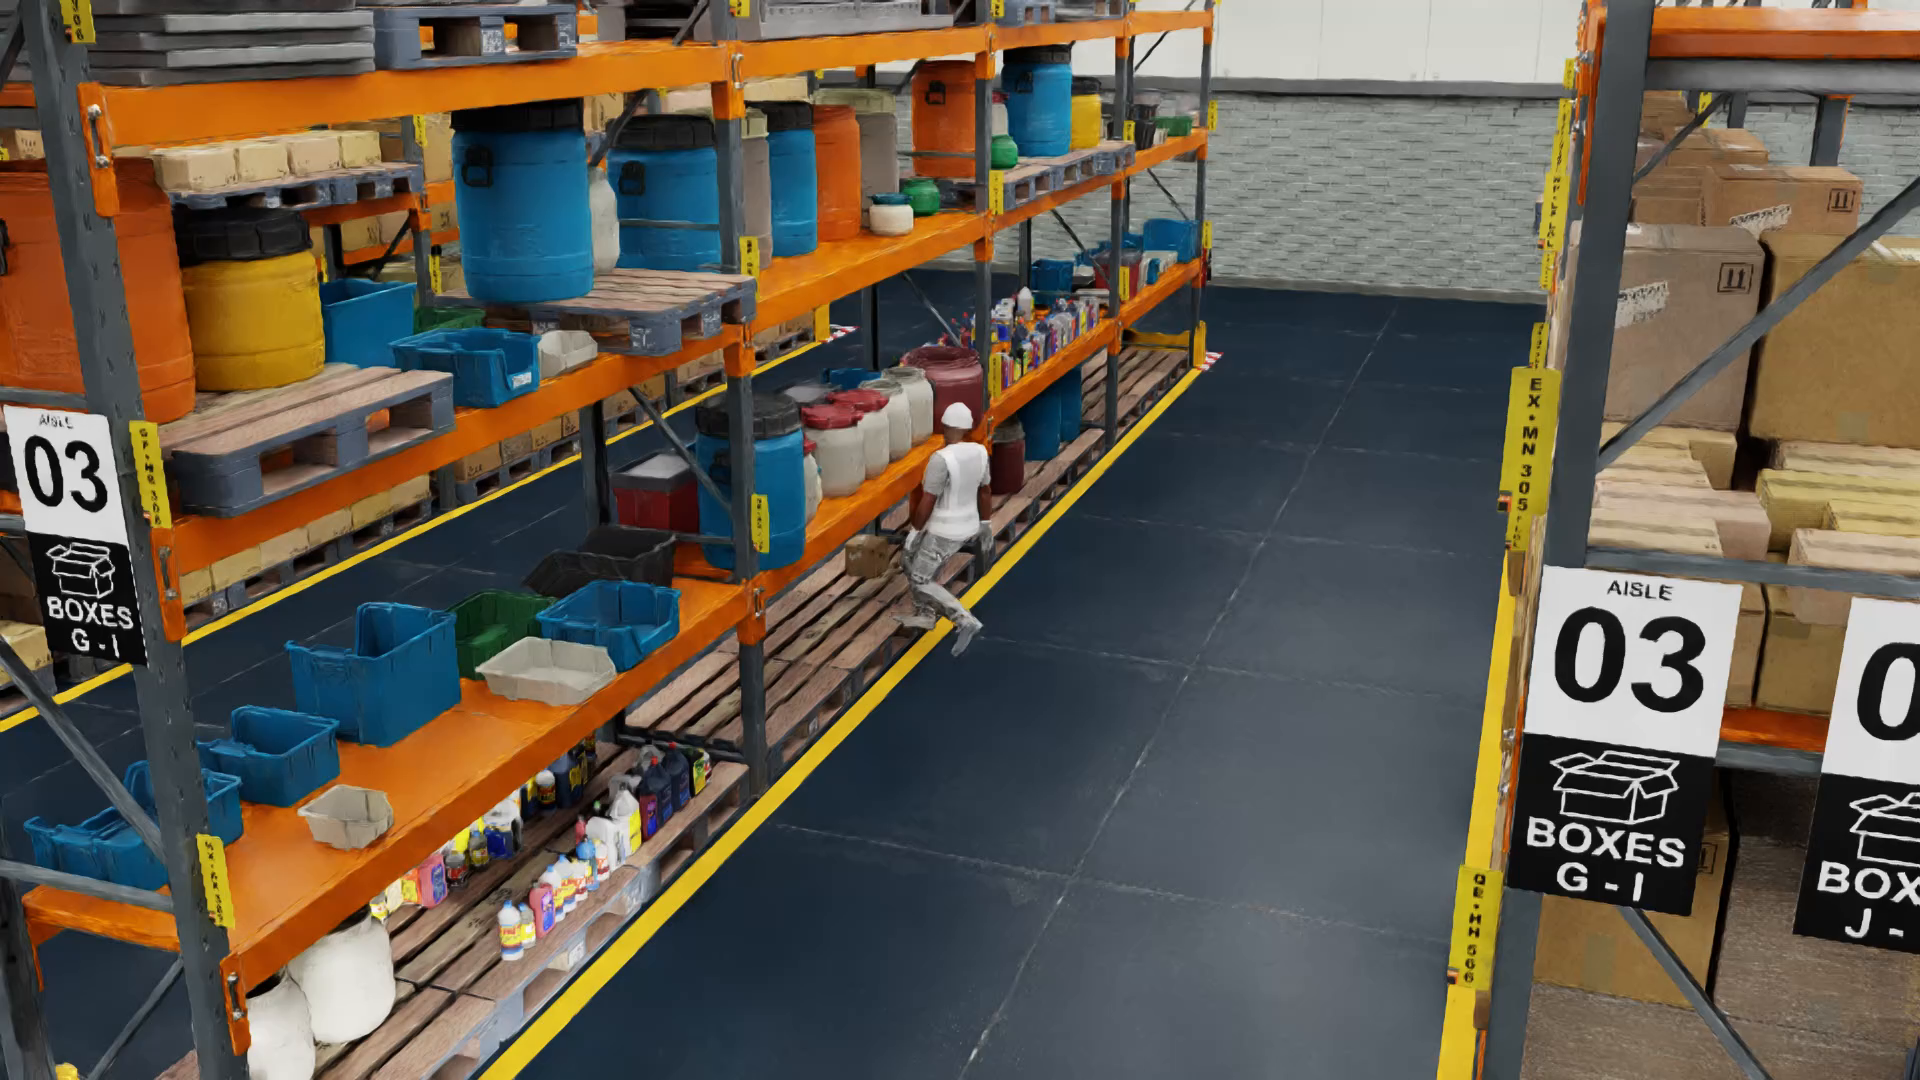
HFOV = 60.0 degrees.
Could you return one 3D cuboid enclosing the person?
[{"bbox_3d":[-0.089,-0.103,11.317,0.729,1.683,0.595,10,21,27],"label":"person"}]
